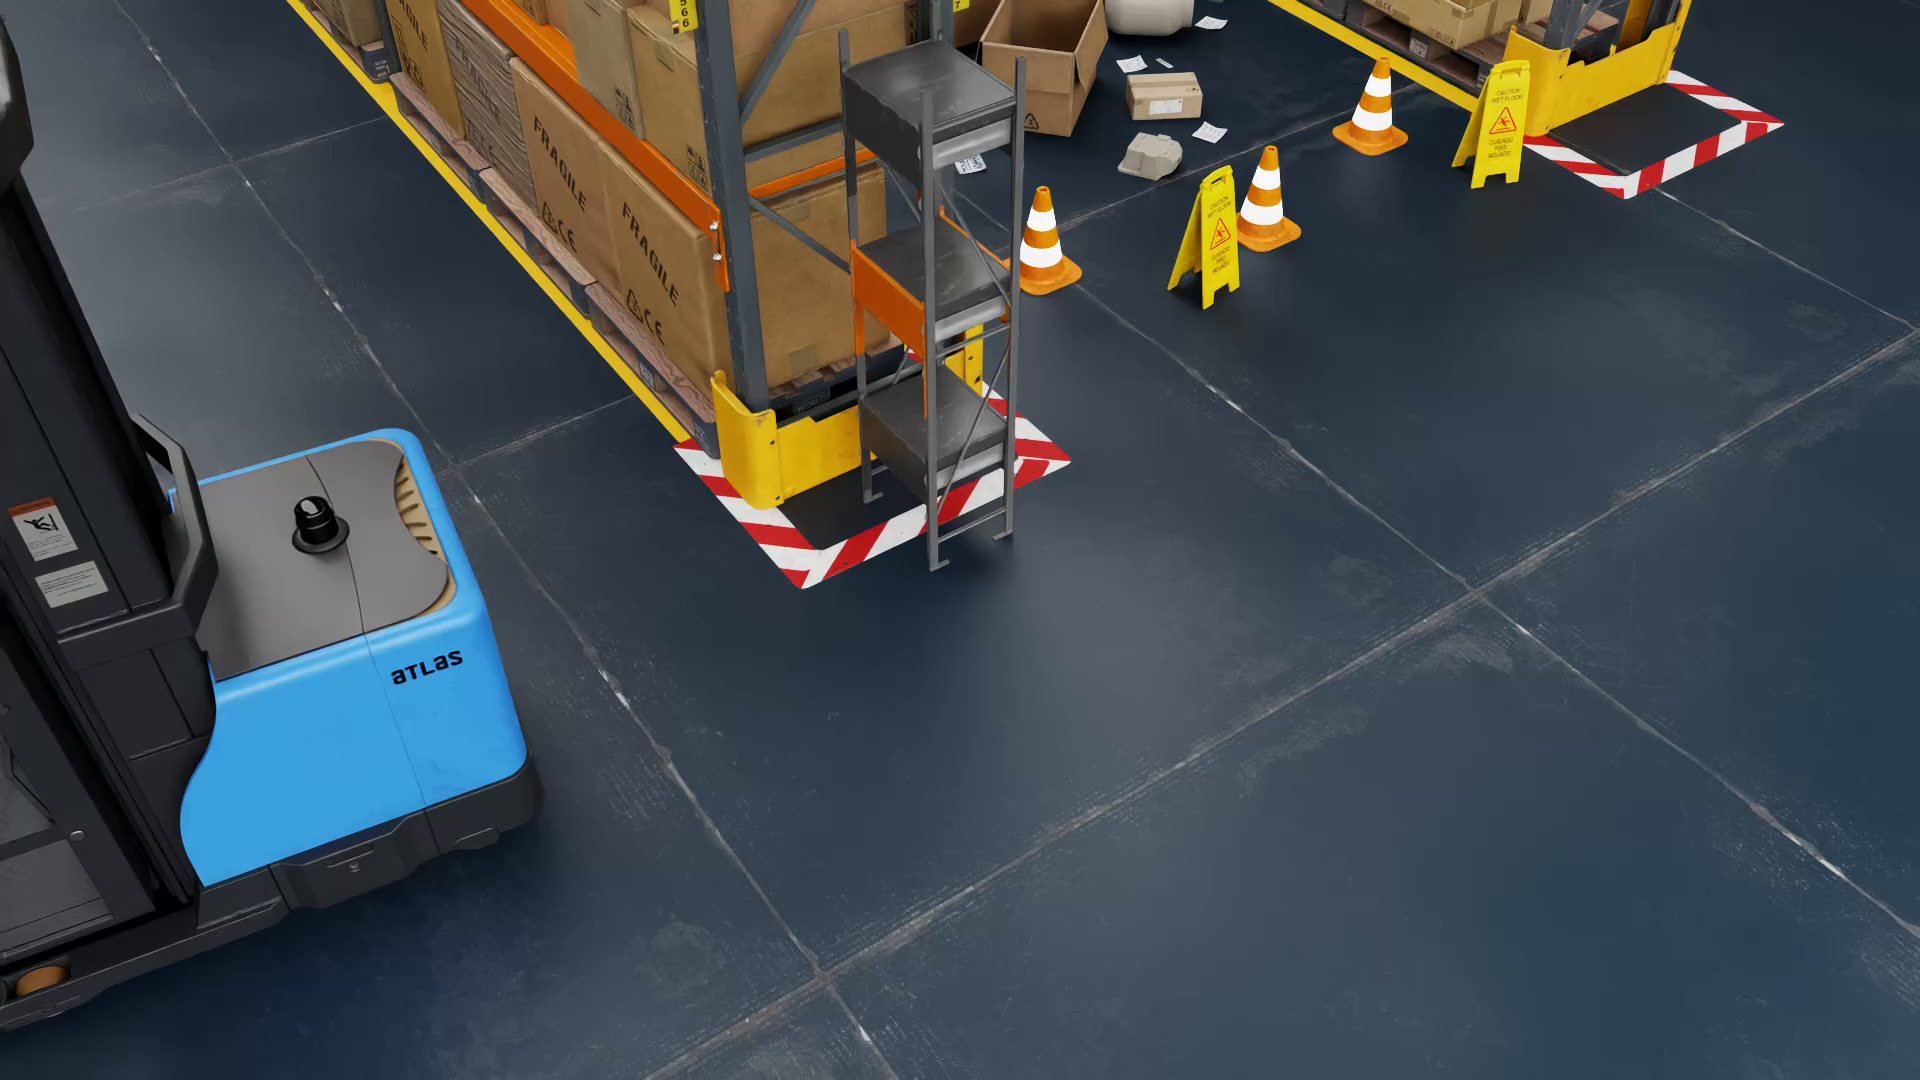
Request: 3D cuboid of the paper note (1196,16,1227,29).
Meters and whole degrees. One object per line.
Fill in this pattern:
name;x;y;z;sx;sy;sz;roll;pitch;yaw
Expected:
paper note;1.511;-3.107;9.982;0.148;0.019;0.142;26;49;25

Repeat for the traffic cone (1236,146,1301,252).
traffic cone;1.515;-1.732;8.229;0.336;0.463;0.334;-26;49;-24

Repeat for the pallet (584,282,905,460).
pallet;-0.989;-0.947;7.590;1.003;0.211;1.213;-26;49;-24

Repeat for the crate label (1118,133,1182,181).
crate label;1.014;-2.035;8.782;0.298;0.136;0.250;18;47;18

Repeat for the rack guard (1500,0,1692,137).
rack guard;3.491;-2.686;9.201;1.175;0.500;0.348;-26;49;-24

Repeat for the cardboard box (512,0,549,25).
cardboard box;-1.604;-2.734;7.333;0.875;0.550;0.500;-26;49;-24

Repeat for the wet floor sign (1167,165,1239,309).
wet floor sign;1.173;-1.448;7.800;0.267;0.644;0.232;-35;53;-31

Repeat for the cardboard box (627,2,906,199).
cardboard box;-0.717;-1.781;6.334;0.875;0.550;0.550;-26;49;-24

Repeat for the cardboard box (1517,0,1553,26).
cardboard box;3.300;-3.270;9.690;0.500;0.250;0.500;-26;49;-25

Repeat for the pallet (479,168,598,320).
pallet;-1.683;-1.638;8.313;1.003;0.211;1.213;-26;49;-24

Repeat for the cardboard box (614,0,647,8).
cardboard box;-1.038;-2.479;6.284;0.875;0.550;0.550;-26;49;-24

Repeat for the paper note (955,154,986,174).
paper note;0.052;-1.995;8.819;0.144;0.017;0.142;-10;45;-11

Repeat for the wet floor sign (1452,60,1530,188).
wet floor sign;2.766;-2.165;8.550;0.267;0.644;0.232;-10;45;-11

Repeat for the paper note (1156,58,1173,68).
paper note;1.184;-2.765;9.639;0.032;0.001;0.123;-26;49;-24

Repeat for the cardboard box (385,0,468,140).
cardboard box;-2.453;-2.799;8.744;0.875;0.875;0.875;-25;49;-24

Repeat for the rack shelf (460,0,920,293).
rack shelf;-1.611;-2.407;7.620;1.077;0.370;4.000;-26;49;-24

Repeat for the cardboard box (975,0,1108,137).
cardboard box;0.454;-2.638;9.149;0.637;0.503;0.797;11;45;11

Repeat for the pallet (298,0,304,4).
pallet;-3.961;-3.890;10.672;1.003;0.211;1.213;-26;49;-24

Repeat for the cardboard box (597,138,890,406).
cardboard box;-0.909;-1.275;7.148;0.875;0.875;0.875;-25;49;-24

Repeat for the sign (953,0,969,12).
sign;-0.009;-2.092;6.085;0.100;0.325;0.005;-26;49;-24

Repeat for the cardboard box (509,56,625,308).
cardboard box;-1.415;-1.773;7.669;0.875;0.875;0.875;-26;50;-25

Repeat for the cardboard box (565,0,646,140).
cardboard box;-1.049;-2.083;6.652;0.875;0.550;0.550;-26;49;-24

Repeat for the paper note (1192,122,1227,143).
paper note;1.361;-2.222;9.055;0.142;0.019;0.148;26;49;25

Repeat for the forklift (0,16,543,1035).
forklift;-2.983;0.069;4.556;3.031;2.935;1.130;-19;47;-19

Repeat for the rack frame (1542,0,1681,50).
rack frame;3.535;-3.547;8.293;1.000;3.000;0.127;-26;49;-24

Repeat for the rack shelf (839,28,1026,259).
rack shelf;-0.095;-1.350;5.649;0.431;0.518;0.480;-26;49;-24

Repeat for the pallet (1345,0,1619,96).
pallet;3.056;-3.055;9.798;1.003;0.211;1.213;-26;49;-24

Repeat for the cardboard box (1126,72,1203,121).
cardboard box;1.129;-2.460;9.219;0.380;0.149;0.250;-3;44;-4

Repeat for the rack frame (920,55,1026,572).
rack frame;0.045;-0.715;5.978;0.400;2.100;0.015;-26;49;-24

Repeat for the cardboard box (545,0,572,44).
cardboard box;-1.267;-2.450;7.036;0.875;0.550;0.550;-26;49;-24

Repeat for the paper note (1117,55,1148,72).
paper note;0.999;-2.758;9.625;0.148;0.019;0.142;-10;45;-11

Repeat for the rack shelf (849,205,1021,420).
rack shelf;-0.095;-0.843;6.133;0.431;0.518;0.480;-26;49;-24

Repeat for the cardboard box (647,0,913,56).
cardboard box;-0.648;-2.204;5.996;0.875;0.550;0.550;-26;49;-24

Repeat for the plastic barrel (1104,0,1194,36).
plastic barrel;1.111;-3.187;9.781;0.512;0.421;0.421;4;44;4

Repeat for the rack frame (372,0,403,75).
rack frame;-2.756;-3.800;8.558;1.000;3.000;0.127;-26;49;-24

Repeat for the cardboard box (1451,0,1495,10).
cardboard box;2.863;-3.326;9.206;0.500;0.500;0.500;-25;49;-24

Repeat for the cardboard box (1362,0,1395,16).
cardboard box;2.562;-3.352;9.776;0.500;0.250;0.500;-26;49;-24

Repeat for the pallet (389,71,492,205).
pallet;-2.385;-2.329;9.037;1.003;0.211;1.213;-26;49;-24

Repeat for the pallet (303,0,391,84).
pallet;-3.259;-3.198;9.947;1.003;0.211;1.213;-26;49;-24

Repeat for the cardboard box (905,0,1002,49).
cardboard box;-0.088;-3.214;9.654;0.797;0.637;0.503;-26;49;-24

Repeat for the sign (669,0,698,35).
sign;-0.920;-1.832;5.487;0.100;0.325;0.005;-26;49;-24

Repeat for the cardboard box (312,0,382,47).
cardboard box;-3.185;-3.454;9.521;1.050;0.750;0.750;-26;49;-25

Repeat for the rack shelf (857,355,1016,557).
rack shelf;-0.095;-0.337;6.616;0.431;0.518;0.480;-26;49;-24

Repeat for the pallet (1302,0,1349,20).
pallet;2.362;-3.746;10.521;1.003;0.211;1.213;-26;49;-24

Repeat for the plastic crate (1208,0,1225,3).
plastic crate;1.472;-3.543;10.403;0.583;0.080;0.402;26;49;25

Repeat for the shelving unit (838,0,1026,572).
shelving unit;-0.095;-0.853;6.123;0.431;2.100;0.503;-26;49;-24

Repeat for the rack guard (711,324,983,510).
rack guard;-0.454;-0.616;7.034;1.175;0.500;0.348;-26;49;-24

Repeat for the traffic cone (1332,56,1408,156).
traffic cone;2.231;-2.363;8.890;0.336;0.463;0.334;-26;49;-24

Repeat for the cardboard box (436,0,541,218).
cardboard box;-1.934;-2.290;8.211;0.875;0.875;0.875;-25;49;-24

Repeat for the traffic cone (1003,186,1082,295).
traffic cone;0.394;-1.478;7.963;0.336;0.463;0.334;-26;49;-24

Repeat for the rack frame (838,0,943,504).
rack frame;-0.234;-0.991;6.268;0.400;2.100;0.015;-26;49;-24

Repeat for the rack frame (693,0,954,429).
rack frame;-0.467;-1.534;6.185;1.000;3.000;0.127;-26;49;-24

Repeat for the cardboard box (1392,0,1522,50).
cardboard box;2.838;-3.069;9.480;0.500;0.250;0.500;-26;49;-25
